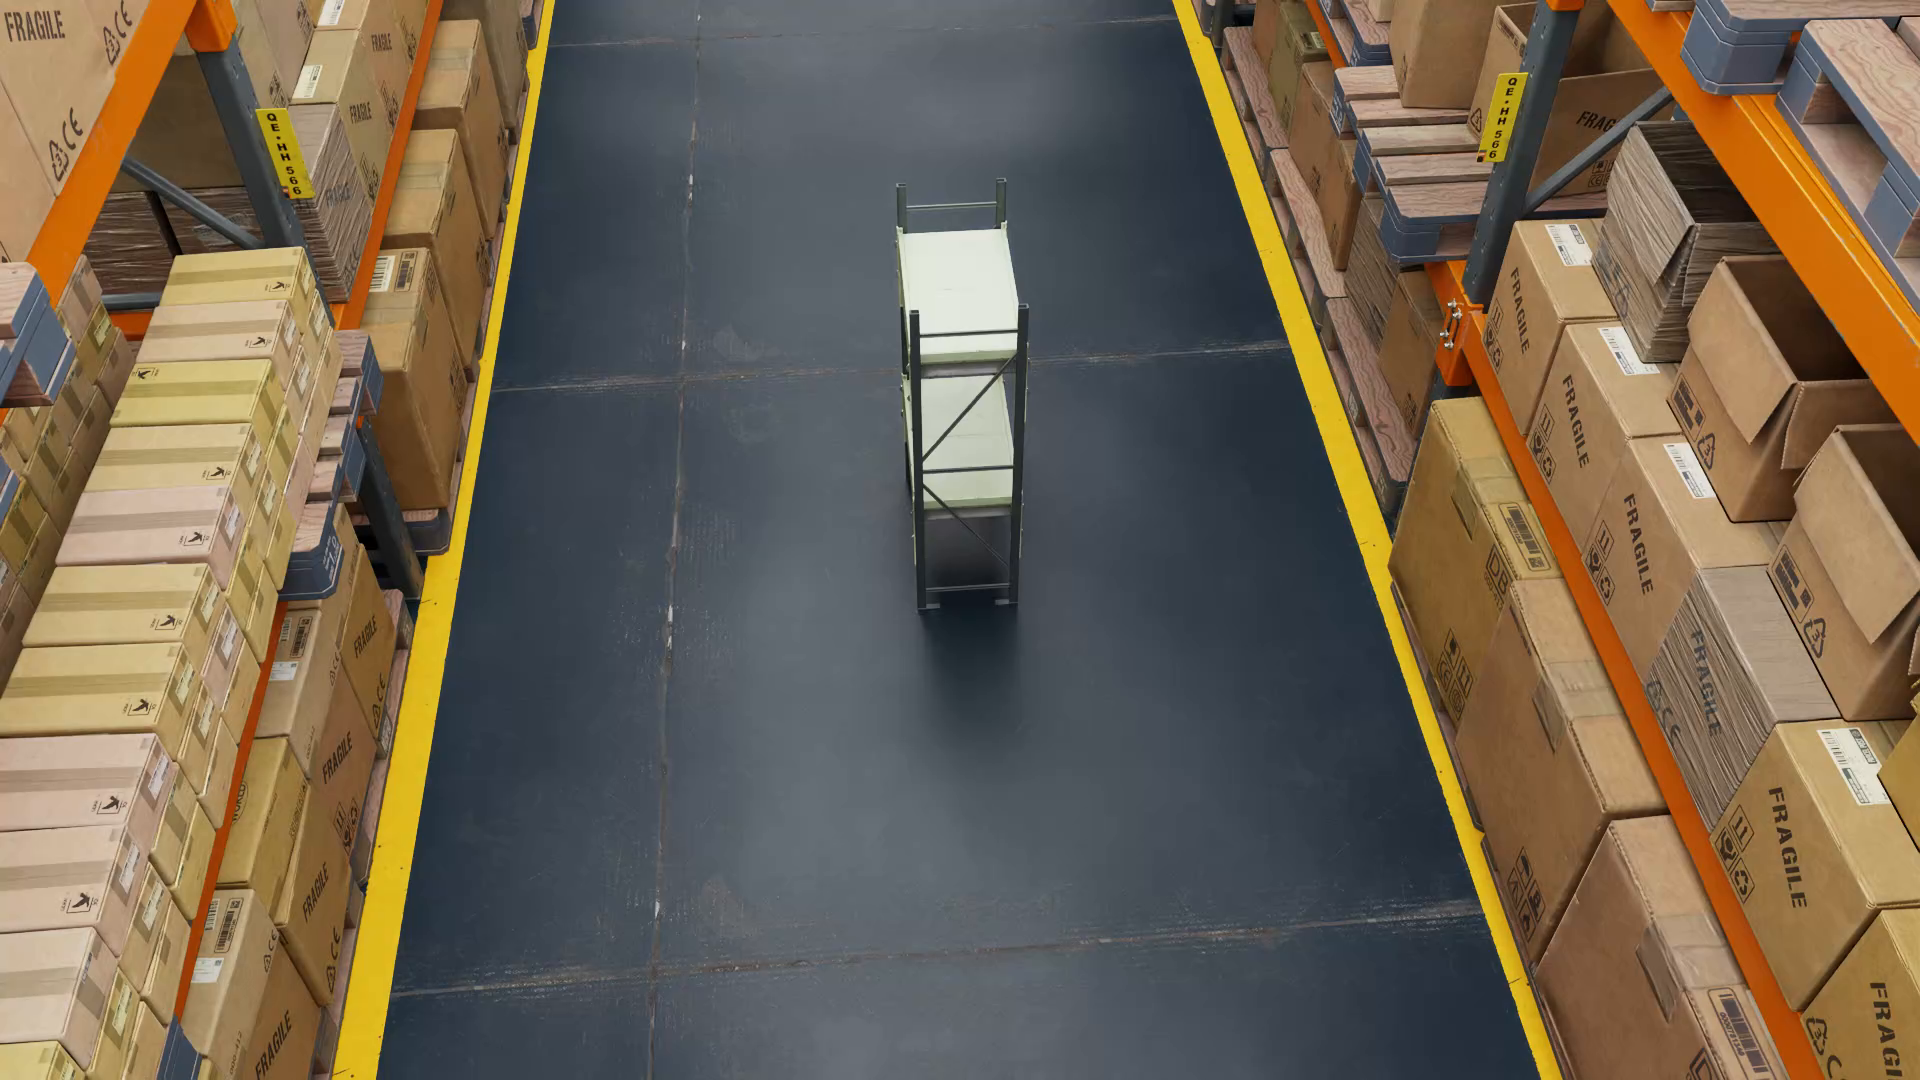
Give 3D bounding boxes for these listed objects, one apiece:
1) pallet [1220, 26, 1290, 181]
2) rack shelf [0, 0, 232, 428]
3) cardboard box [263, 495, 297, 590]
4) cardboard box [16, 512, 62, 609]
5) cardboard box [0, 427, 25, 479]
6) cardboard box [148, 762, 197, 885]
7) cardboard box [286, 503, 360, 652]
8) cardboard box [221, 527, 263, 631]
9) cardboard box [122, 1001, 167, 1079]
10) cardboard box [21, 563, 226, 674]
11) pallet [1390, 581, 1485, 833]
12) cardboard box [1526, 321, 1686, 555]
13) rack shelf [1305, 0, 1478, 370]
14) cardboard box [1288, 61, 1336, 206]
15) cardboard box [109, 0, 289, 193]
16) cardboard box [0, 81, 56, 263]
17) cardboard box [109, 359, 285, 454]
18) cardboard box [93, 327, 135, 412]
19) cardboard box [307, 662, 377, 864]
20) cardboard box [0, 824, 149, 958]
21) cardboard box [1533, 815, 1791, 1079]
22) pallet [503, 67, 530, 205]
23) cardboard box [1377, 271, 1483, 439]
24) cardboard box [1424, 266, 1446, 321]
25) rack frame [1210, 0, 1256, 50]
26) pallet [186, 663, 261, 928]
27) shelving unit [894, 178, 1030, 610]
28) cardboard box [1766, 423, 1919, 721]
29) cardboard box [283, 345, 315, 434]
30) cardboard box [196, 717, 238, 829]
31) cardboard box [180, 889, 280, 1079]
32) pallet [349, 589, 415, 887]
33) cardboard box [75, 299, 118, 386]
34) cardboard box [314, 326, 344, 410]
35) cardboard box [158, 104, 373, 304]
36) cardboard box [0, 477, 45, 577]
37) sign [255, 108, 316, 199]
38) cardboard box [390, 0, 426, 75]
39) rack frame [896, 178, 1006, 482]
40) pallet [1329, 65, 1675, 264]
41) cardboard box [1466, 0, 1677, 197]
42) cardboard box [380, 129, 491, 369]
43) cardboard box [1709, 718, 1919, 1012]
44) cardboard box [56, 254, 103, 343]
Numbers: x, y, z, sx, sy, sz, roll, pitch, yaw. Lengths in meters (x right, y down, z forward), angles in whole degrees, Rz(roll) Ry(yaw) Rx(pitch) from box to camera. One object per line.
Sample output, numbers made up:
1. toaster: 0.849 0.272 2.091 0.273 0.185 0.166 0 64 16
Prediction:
1. pallet: 2.022 -2.401 9.015 1.003 0.211 1.213 -3 47 -3
2. rack shelf: -2.493 -0.137 3.380 1.077 0.370 4.000 -3 47 -3
3. cardboard box: -2.103 0.017 4.688 0.380 0.149 0.250 -4 47 -4
4. cardboard box: -2.755 0.062 4.645 0.380 0.149 0.250 -2 47 -1
5. cardboard box: -2.752 -0.153 4.440 0.380 0.149 0.250 -5 47 -5
6. cardboard box: -2.015 0.672 3.863 0.380 0.149 0.250 -4 47 -4
7. cardboard box: -2.342 0.136 5.608 0.500 0.250 0.500 -4 47 -4
8. cardboard box: -2.078 0.114 4.392 0.380 0.149 0.250 -4 47 -4
9. cardboard box: -1.967 1.160 3.606 0.380 0.149 0.250 -3 47 -3
10. cardboard box: -2.057 0.200 4.106 0.380 0.149 0.250 -1 47 -1
11. pallet: 2.281 0.505 6.263 1.003 0.211 1.213 -3 47 -3
12. cardboard box: 2.105 -0.322 5.056 0.500 0.500 0.500 -5 47 -4
13. rack shelf: 2.123 -2.228 7.426 1.077 0.370 4.000 -3 47 -3
14. cardboard box: 2.054 -2.018 8.150 0.700 0.500 0.500 -7 47 -7
15. cardboard box: -2.688 -1.504 5.487 0.700 0.500 0.500 -4 47 -4
16. cardboard box: -2.267 -0.745 3.392 0.500 0.500 0.500 -3 47 -3
17. cardboard box: -2.122 -0.365 4.640 0.380 0.149 0.250 -2 47 -2
18. cardboard box: -2.824 -0.522 5.199 0.380 0.149 0.250 -4 47 -4
19. cardboard box: -2.305 0.751 5.542 0.500 0.500 0.500 -2 47 -2
20. cardboard box: -1.989 0.765 3.570 0.380 0.149 0.250 -4 47 -4
21. cardboard box: 2.476 1.343 4.722 1.225 0.875 0.875 -5 47 -5
22. pallet: -2.856 -2.182 8.807 1.003 0.211 1.213 -3 47 -3
23. cardboard box: 2.214 -0.804 7.001 0.700 0.500 0.500 -6 47 -5
24. cardboard box: 2.204 -1.061 6.728 0.500 0.250 0.500 -2 47 -2
25. rack frame: 1.955 -3.923 8.536 1.000 3.000 0.127 -3 47 -3
26. pallet: -2.454 0.695 4.294 1.003 0.211 1.213 -3 47 -3
27. shelving unit: -0.001 -0.521 6.347 0.431 1.500 0.755 -3 47 -3
28. cardboard box: 2.450 0.079 3.986 0.797 0.503 0.637 -2 47 -2
29. cardboard box: -2.142 -0.438 4.914 0.380 0.149 0.250 -2 47 -2
30. cardboard box: -2.033 0.596 4.140 0.380 0.149 0.250 -5 47 -5
31. cardboard box: -2.210 1.246 4.556 0.500 0.250 0.500 -2 47 -2
32. pallet: -2.597 0.724 6.055 1.003 0.211 1.213 -3 47 -3
33. cardboard box: -2.820 -0.599 5.067 0.380 0.149 0.250 -2 47 -2
34. cardboard box: -2.161 -0.529 5.206 0.380 0.149 0.250 -3 47 -3
35. cardboard box: -2.429 -1.176 5.865 0.500 0.500 0.500 -3 47 -3
36. cardboard box: -2.749 -0.027 4.525 0.380 0.149 0.250 -3 47 -3
37. sign: -2.121 -1.211 5.225 0.100 0.325 0.005 -3 47 -3
38. cardboard box: -2.556 -2.269 6.901 0.500 0.500 0.500 -4 47 -4
39. rack frame: -0.031 -0.785 6.597 0.400 1.500 0.023 -3 47 -3
40. pallet: 2.124 -1.472 6.347 1.213 0.211 1.003 -3 47 -3
41. cardboard box: 2.205 -1.596 5.974 0.500 0.500 0.500 -9 47 -8
42. cardboard box: -2.699 -1.249 7.264 1.050 0.750 0.750 -3 47 -3
43. cardboard box: 2.229 0.773 4.019 0.500 0.500 0.500 -4 47 -4
44. cardboard box: -2.815 -0.714 4.970 0.380 0.149 0.250 -3 47 -3
